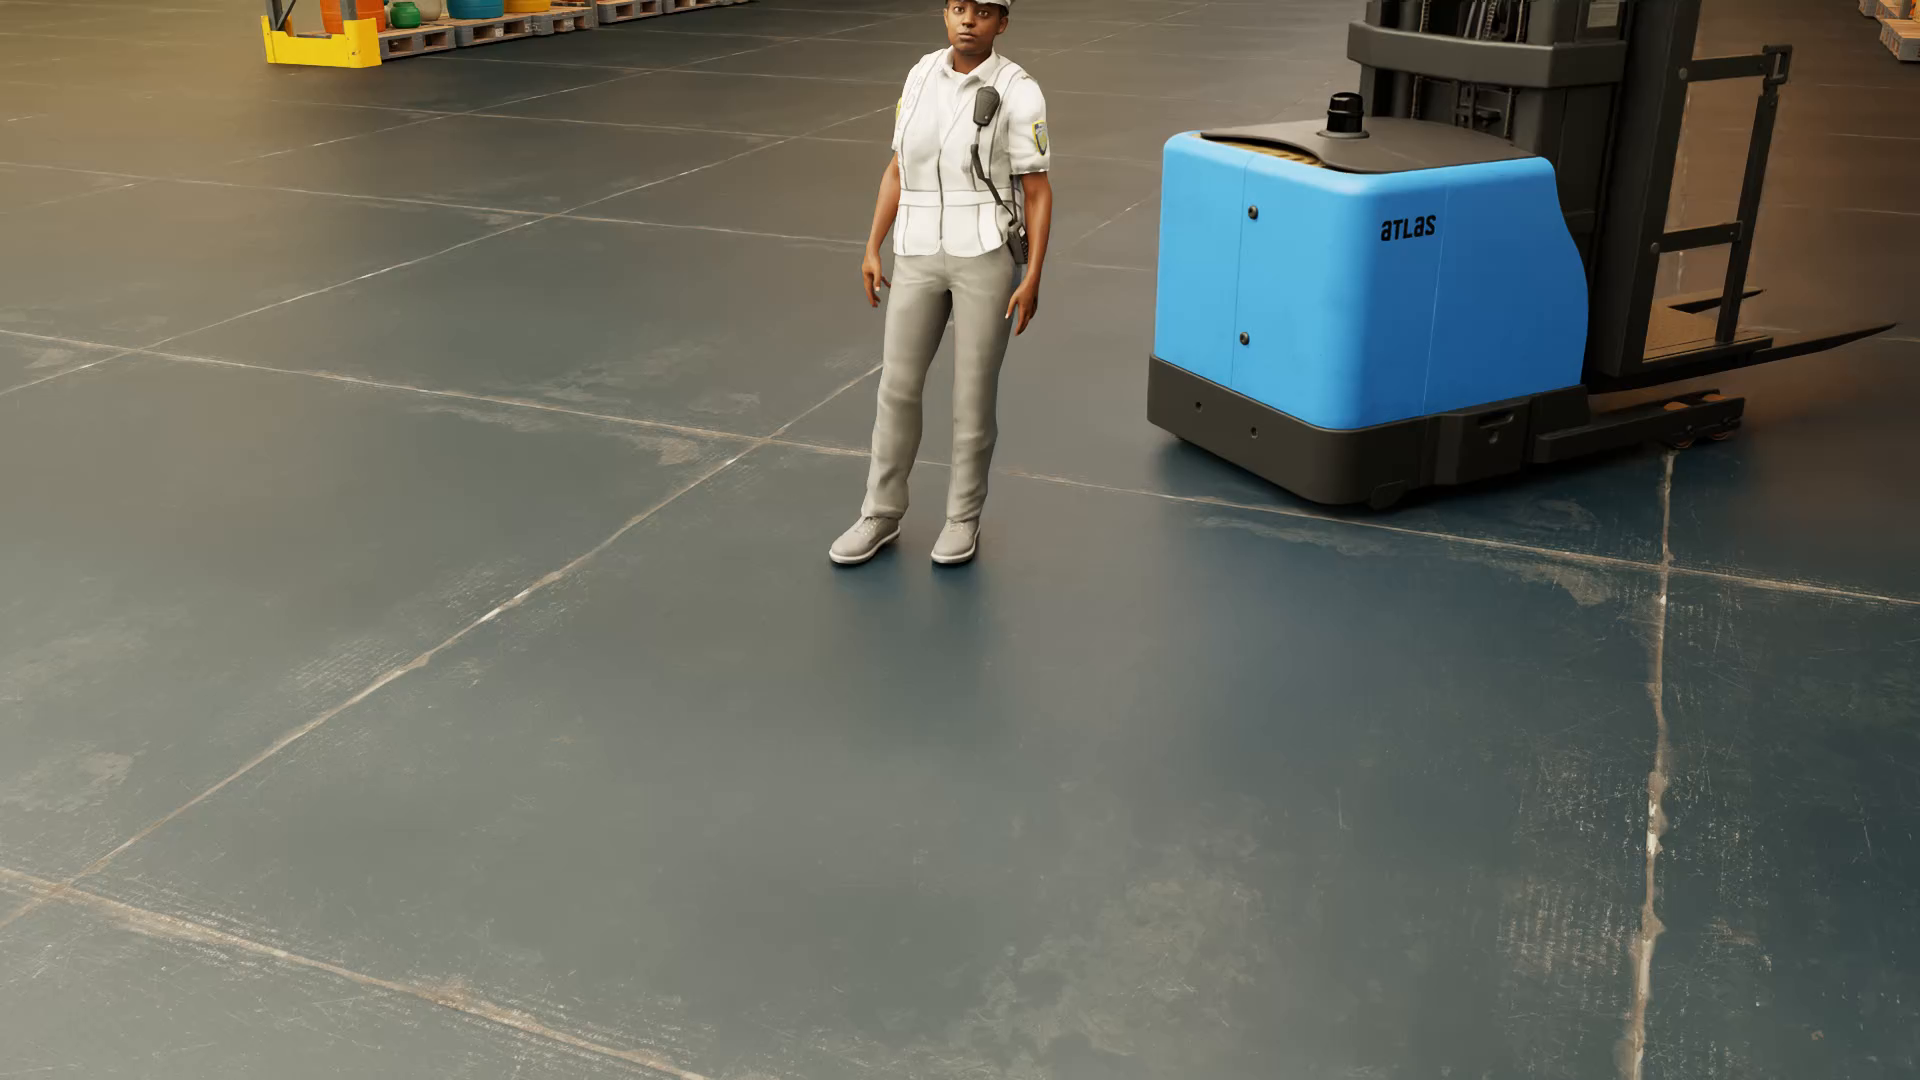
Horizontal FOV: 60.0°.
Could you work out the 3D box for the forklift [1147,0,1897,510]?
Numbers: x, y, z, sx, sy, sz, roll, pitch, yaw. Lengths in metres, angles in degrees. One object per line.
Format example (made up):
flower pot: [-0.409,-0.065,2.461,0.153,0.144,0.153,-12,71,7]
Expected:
forklift: [2.211,-1.837,5.687,3.031,2.935,1.130,-12,25,-26]

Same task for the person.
person: [-0.047,-0.765,4.707,0.570,1.695,0.530,9,24,21]
